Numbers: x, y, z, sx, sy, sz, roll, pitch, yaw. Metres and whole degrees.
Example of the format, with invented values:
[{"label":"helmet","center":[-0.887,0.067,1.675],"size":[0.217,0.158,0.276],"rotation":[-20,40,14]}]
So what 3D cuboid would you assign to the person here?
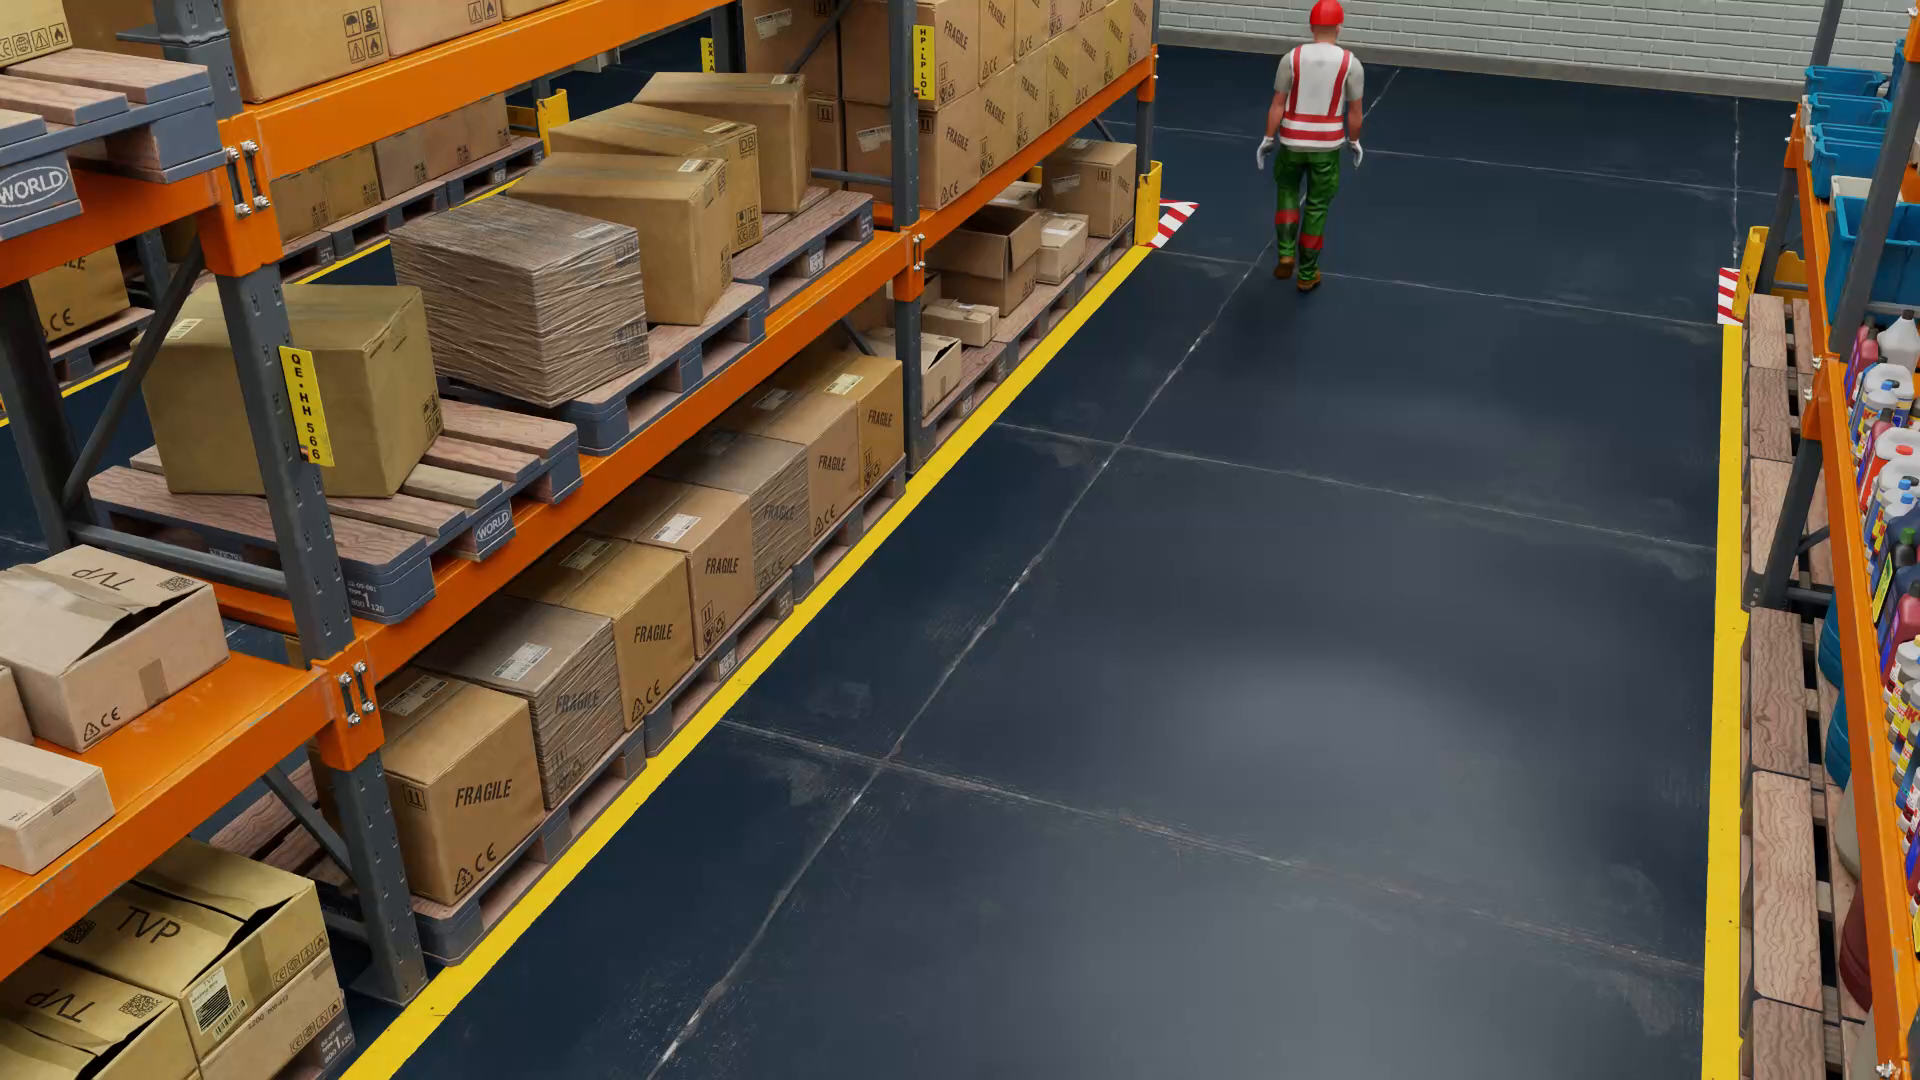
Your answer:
[{"label":"person","center":[2.215,-2.479,10.488],"size":[0.629,1.826,0.462],"rotation":[10,31,17]}]
